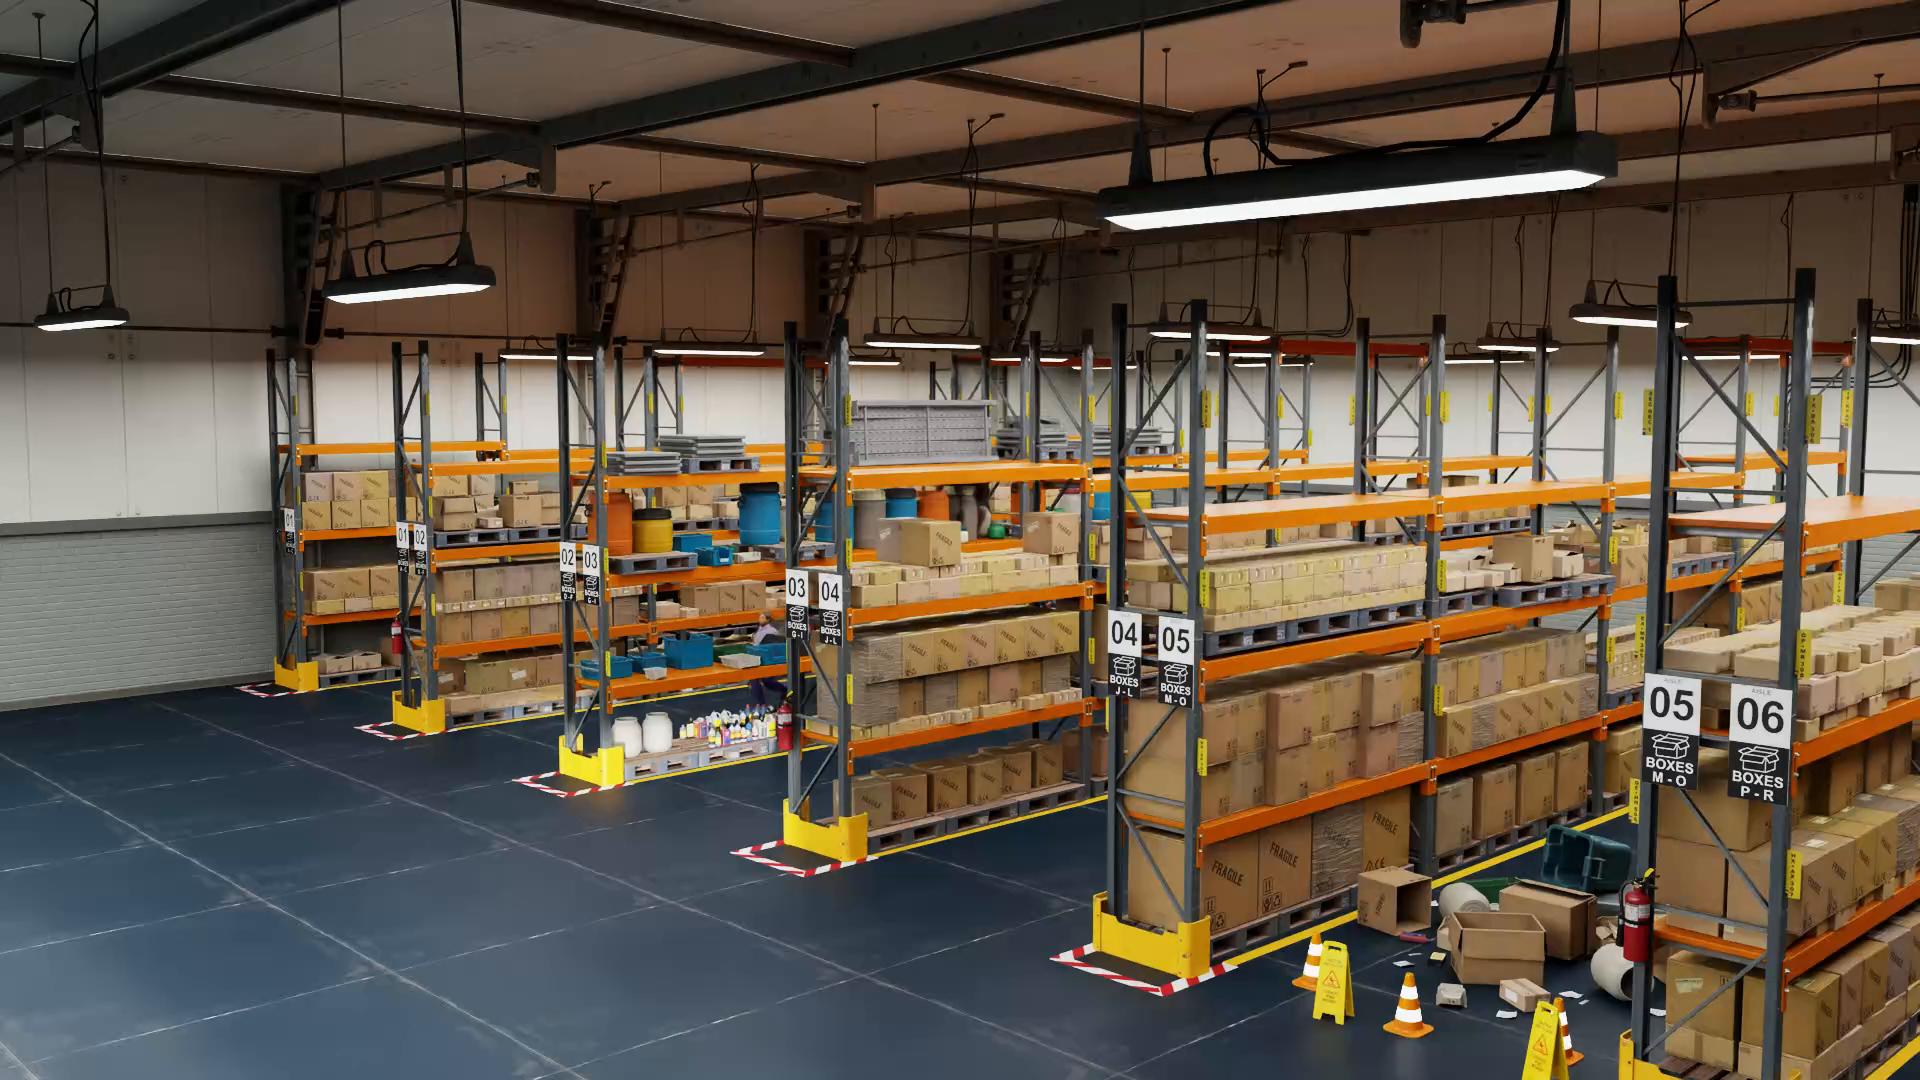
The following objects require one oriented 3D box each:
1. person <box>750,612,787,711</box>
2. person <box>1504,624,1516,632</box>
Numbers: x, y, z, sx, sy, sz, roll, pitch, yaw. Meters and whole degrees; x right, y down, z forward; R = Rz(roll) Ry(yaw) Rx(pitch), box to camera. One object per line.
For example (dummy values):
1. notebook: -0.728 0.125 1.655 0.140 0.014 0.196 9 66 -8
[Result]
1. person: -3.178 1.990 27.452 0.701 1.629 0.618 -5 7 -44
2. person: 8.600 2.112 26.067 0.553 1.593 0.614 5 7 43
